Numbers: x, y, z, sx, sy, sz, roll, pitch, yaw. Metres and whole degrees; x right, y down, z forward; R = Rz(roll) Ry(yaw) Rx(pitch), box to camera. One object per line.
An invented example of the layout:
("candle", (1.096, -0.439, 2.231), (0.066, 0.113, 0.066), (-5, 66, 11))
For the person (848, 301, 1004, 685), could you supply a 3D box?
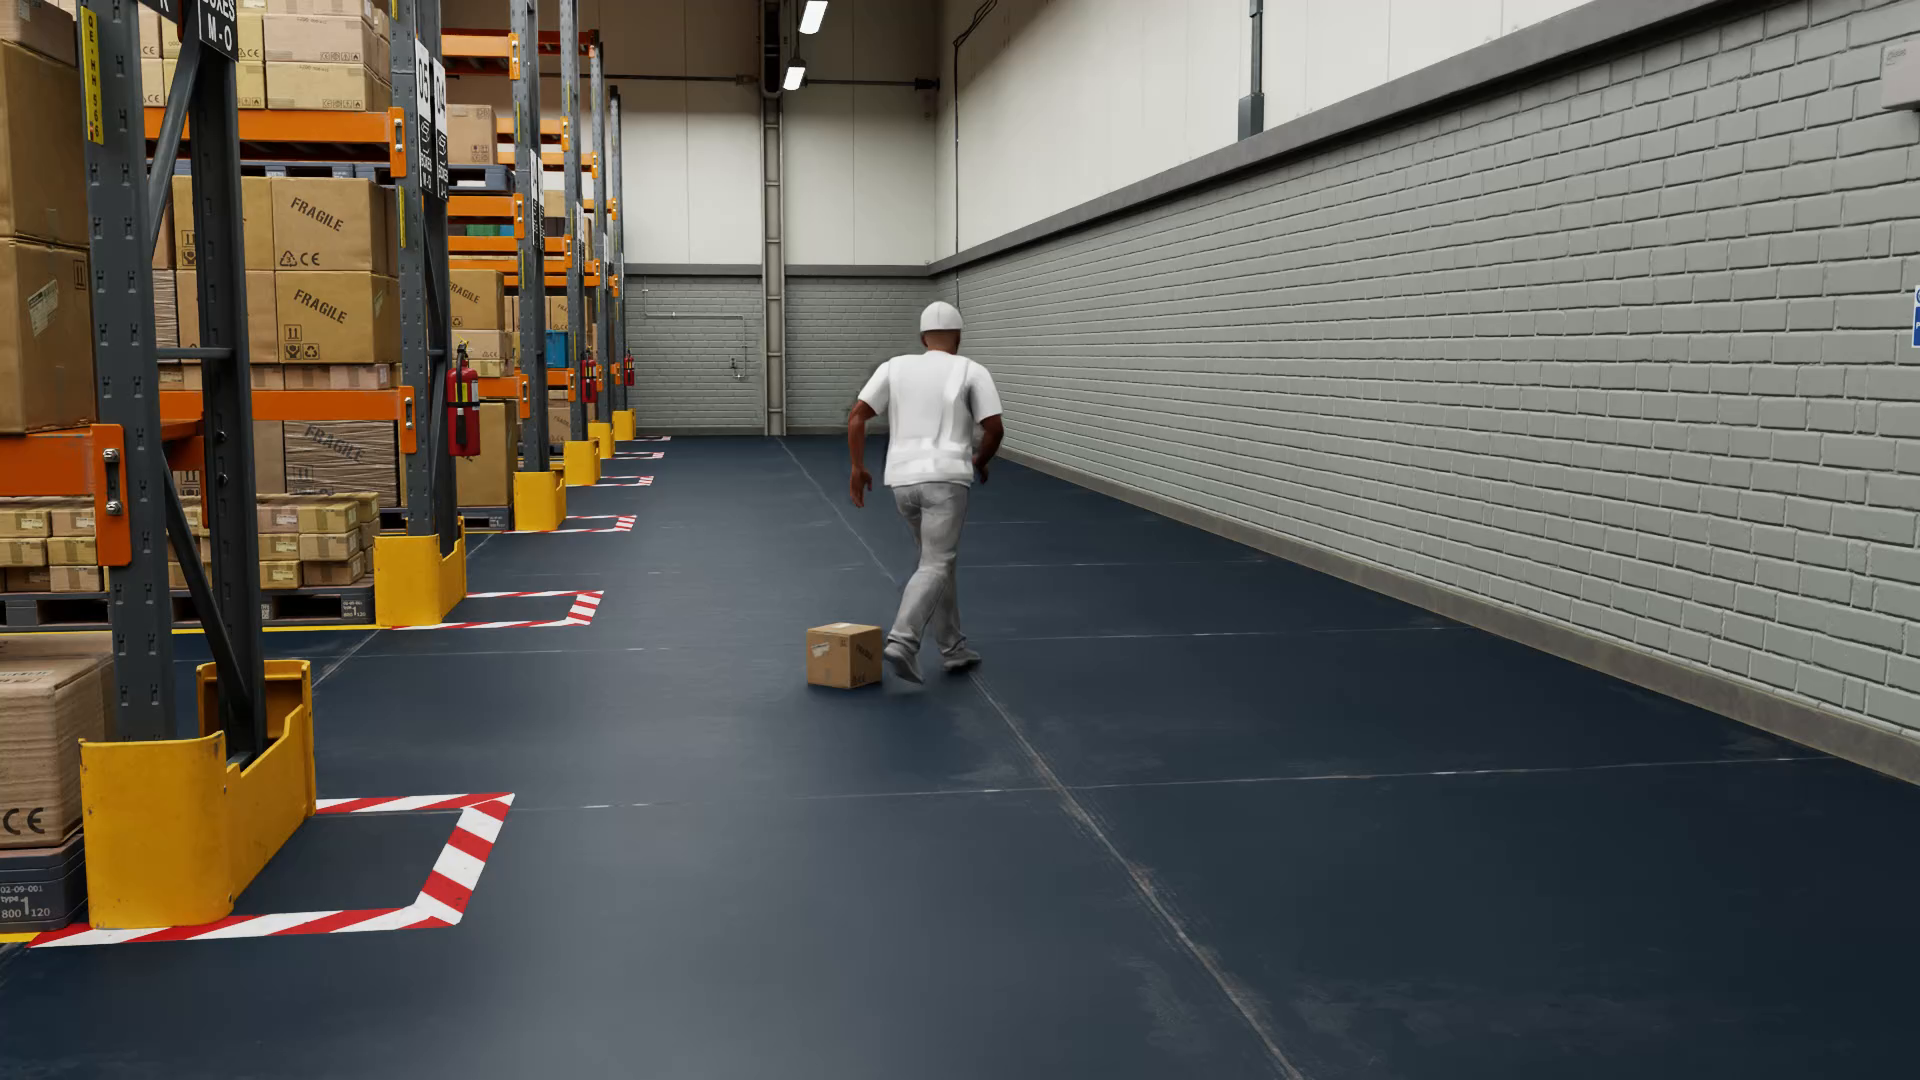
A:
("person", (-0.171, -0.222, 7.650), (0.703, 1.745, 0.918), (4, 7, 31))
